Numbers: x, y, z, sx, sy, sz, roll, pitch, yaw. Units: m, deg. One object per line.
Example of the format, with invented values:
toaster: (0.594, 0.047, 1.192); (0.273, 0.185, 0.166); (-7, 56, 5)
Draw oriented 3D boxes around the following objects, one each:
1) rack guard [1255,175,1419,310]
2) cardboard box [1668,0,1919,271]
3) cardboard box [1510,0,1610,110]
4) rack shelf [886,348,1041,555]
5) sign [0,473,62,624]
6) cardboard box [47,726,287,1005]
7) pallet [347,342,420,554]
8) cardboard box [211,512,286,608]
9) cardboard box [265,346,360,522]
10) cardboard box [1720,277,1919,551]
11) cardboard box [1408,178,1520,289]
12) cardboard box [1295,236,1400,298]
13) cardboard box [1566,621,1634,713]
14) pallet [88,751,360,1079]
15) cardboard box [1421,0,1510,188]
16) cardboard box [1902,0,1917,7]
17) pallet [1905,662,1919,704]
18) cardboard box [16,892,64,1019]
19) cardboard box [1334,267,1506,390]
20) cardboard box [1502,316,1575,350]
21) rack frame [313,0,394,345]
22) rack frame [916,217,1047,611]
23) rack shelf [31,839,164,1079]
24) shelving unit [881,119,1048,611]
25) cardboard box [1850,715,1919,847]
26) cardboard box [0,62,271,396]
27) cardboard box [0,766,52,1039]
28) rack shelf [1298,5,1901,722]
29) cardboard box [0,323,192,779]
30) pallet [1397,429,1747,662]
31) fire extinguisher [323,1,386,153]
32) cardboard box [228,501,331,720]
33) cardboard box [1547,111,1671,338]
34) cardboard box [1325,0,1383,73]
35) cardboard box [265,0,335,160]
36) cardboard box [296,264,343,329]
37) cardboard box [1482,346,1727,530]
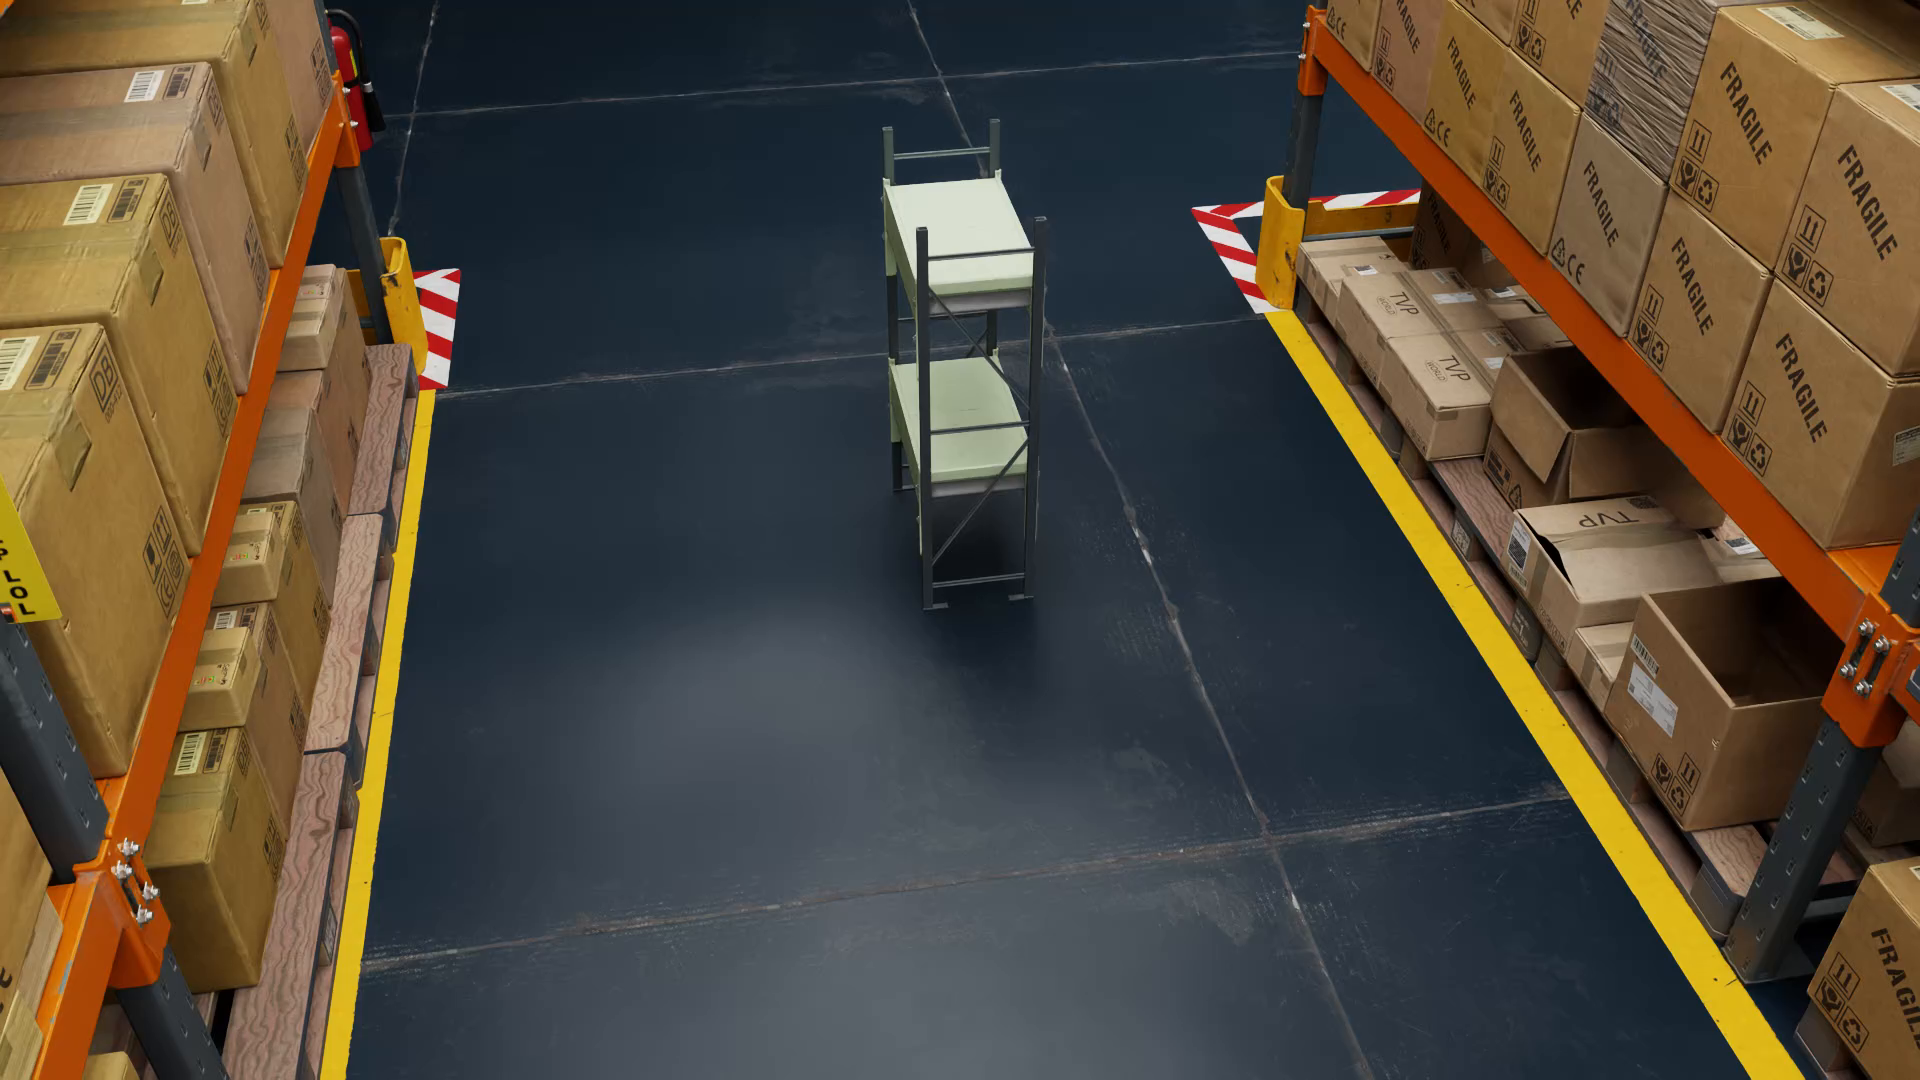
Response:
rack guard: (1.982, -1.411, 7.658); (1.175, 0.500, 0.348); (-6, 38, -8)
cardboard box: (2.234, -1.049, 4.259); (0.500, 0.500, 0.500); (-7, 38, -9)
cardboard box: (2.059, -1.657, 5.042); (0.500, 0.500, 0.500); (-7, 38, -8)
rack shelf: (0.001, -0.331, 5.985); (0.431, 0.370, 0.720); (-6, 38, -8)
sign: (-1.674, 0.017, 2.904); (0.100, 0.325, 0.005); (-6, 38, -8)
cardboard box: (-2.237, 0.866, 4.386); (0.700, 0.500, 0.500); (-6, 38, -7)
pallet: (-2.691, -0.333, 6.507); (1.003, 0.211, 1.213); (-6, 38, -8)
cardboard box: (-2.209, 0.068, 4.884); (0.380, 0.149, 0.250); (-7, 38, -9)
cardboard box: (-2.599, -0.373, 5.981); (0.700, 0.500, 0.500); (-6, 38, -8)
cardboard box: (2.330, -0.342, 4.163); (0.500, 0.500, 0.500); (-6, 38, -7)
cardboard box: (2.306, -1.328, 7.194); (0.500, 0.500, 0.500); (-6, 38, -8)
cardboard box: (1.704, -1.202, 7.317); (0.380, 0.149, 0.250); (-6, 38, -8)
cardboard box: (2.166, 0.391, 5.267); (0.380, 0.149, 0.250); (-6, 38, -8)
pallet: (-2.263, 1.141, 4.610); (1.003, 0.211, 1.213); (-6, 38, -8)
cardboard box: (1.968, -1.572, 5.747); (0.500, 0.500, 0.500); (-6, 38, -8)
cardboard box: (2.684, -1.399, 4.709); (0.500, 0.500, 0.500); (-7, 38, -9)
pallet: (2.702, 0.542, 3.263); (1.003, 0.211, 1.213); (-6, 38, -8)
cardboard box: (-1.868, 0.772, 2.999); (0.380, 0.149, 0.250); (-6, 38, -8)
cardboard box: (1.872, -0.871, 6.808); (0.500, 0.250, 0.500); (-6, 38, -8)
cardboard box: (2.443, -0.653, 6.528); (0.500, 0.250, 0.500); (-6, 38, -8)
rack frame: (-2.908, -1.909, 6.262); (1.000, 3.000, 0.127); (-6, 38, -8)
rack frame: (0.065, -0.367, 5.500); (0.400, 1.500, 0.023); (-6, 38, -8)
rack shelf: (-1.856, 1.999, 1.818); (1.077, 0.370, 4.000); (-6, 38, -8)
shelving unit: (0.001, -0.588, 5.785); (0.431, 1.500, 0.755); (-6, 38, -8)
cardboard box: (2.809, 0.584, 4.887); (0.500, 0.311, 0.500); (-6, 38, -8)
cardboard box: (-2.545, -0.820, 4.617); (0.980, 0.700, 0.700); (-8, 39, -10)
cardboard box: (-1.877, 0.594, 2.700); (0.500, 0.500, 0.500); (-7, 38, -9)
rack shelf: (2.319, -0.952, 5.616); (1.077, 0.370, 4.000); (-6, 38, -8)
cardboard box: (-2.286, 0.059, 3.484); (0.980, 0.700, 0.700); (-6, 38, -7)
pallet: (2.333, -0.080, 6.181); (1.003, 0.211, 1.213); (-6, 38, -8)
fire extinguisher: (-2.480, -1.872, 6.581); (0.296, 0.674, 0.183); (-6, 38, -8)
cardboard box: (-2.409, 0.252, 5.176); (0.700, 0.500, 0.500); (-5, 38, -7)
cardboard box: (2.146, -0.963, 4.963); (0.500, 0.500, 0.500); (-5, 38, -7)
cardboard box: (1.787, -2.187, 6.538); (0.500, 0.500, 0.500); (-5, 38, -7)
cardboard box: (-2.808, -1.720, 5.775); (0.980, 0.700, 0.700); (-5, 38, -6)
cardboard box: (-2.485, -0.874, 6.096); (0.380, 0.149, 0.250); (-7, 38, -8)
cardboard box: (2.335, -0.350, 5.932); (0.797, 0.503, 0.637); (-6, 38, -8)
